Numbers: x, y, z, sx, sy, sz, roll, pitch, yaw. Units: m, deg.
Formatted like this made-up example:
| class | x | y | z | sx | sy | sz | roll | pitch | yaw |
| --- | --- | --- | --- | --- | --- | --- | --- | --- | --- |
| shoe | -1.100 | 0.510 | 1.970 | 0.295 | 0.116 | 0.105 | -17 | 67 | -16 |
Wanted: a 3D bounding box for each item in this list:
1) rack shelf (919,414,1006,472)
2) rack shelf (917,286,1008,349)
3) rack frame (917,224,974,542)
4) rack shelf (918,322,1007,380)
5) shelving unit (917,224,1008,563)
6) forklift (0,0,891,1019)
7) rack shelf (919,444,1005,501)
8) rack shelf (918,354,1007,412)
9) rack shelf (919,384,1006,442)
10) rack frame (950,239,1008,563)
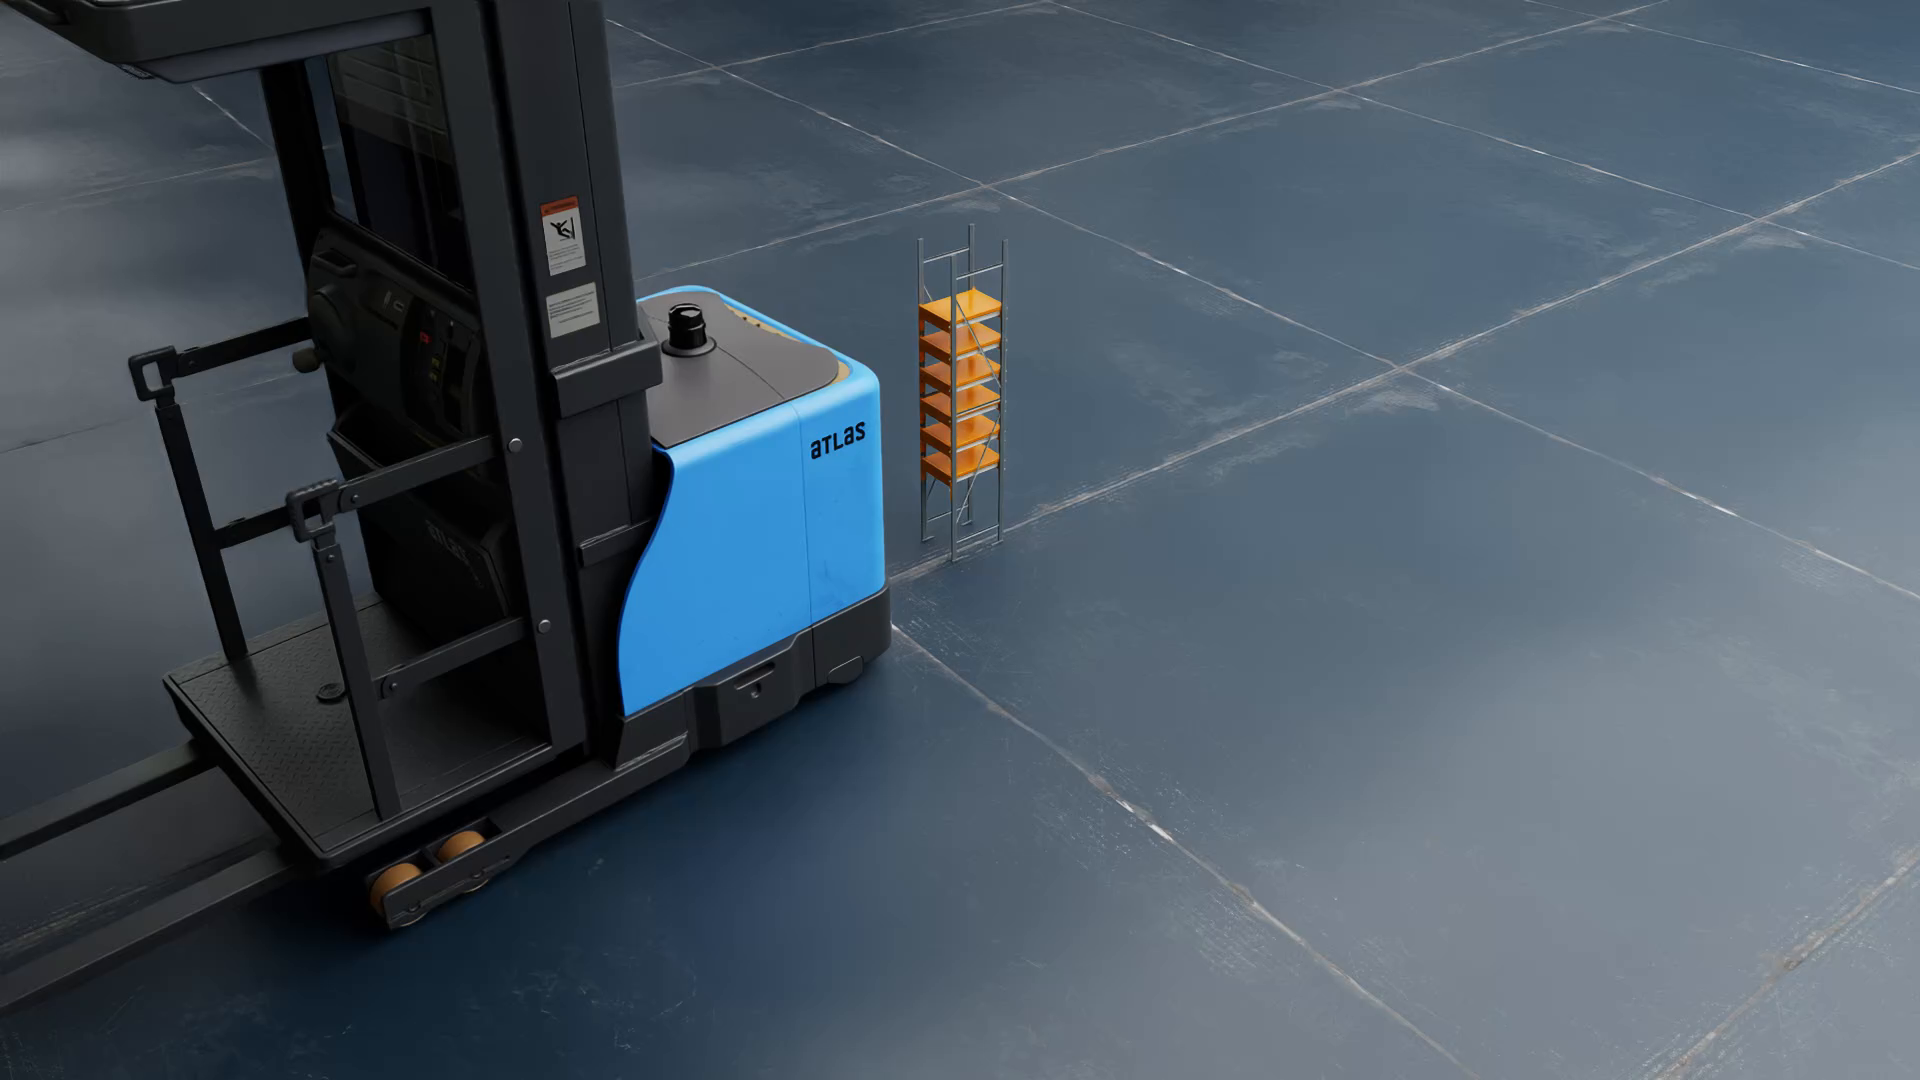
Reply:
| class | x | y | z | sx | sy | sz | roll | pitch | yaw |
| --- | --- | --- | --- | --- | --- | --- | --- | --- | --- |
| rack shelf | 0.009 | -0.364 | 6.010 | 0.258 | 0.103 | 0.180 | -22 | 38 | -31 |
| rack shelf | 0.009 | -0.772 | 5.757 | 0.258 | 0.103 | 0.180 | -22 | 38 | -31 |
| rack frame | -0.047 | -0.542 | 5.985 | 0.240 | 1.200 | 0.006 | -22 | 38 | -31 |
| rack shelf | 0.009 | -0.670 | 5.821 | 0.258 | 0.103 | 0.180 | -22 | 38 | -31 |
| shelving unit | 0.009 | -0.504 | 5.924 | 0.258 | 1.200 | 0.189 | -22 | 38 | -31 |
| forklift | -1.653 | -0.501 | 4.279 | 3.031 | 2.935 | 1.130 | -26 | 40 | -35 |
| rack shelf | 0.009 | -0.262 | 6.074 | 0.258 | 0.103 | 0.180 | -22 | 38 | -31 |
| rack shelf | 0.009 | -0.568 | 5.884 | 0.258 | 0.103 | 0.180 | -22 | 38 | -31 |
| rack shelf | 0.009 | -0.466 | 5.947 | 0.258 | 0.103 | 0.180 | -22 | 38 | -31 |
| rack frame | 0.065 | -0.466 | 5.862 | 0.240 | 1.200 | 0.006 | -22 | 38 | -31 |
